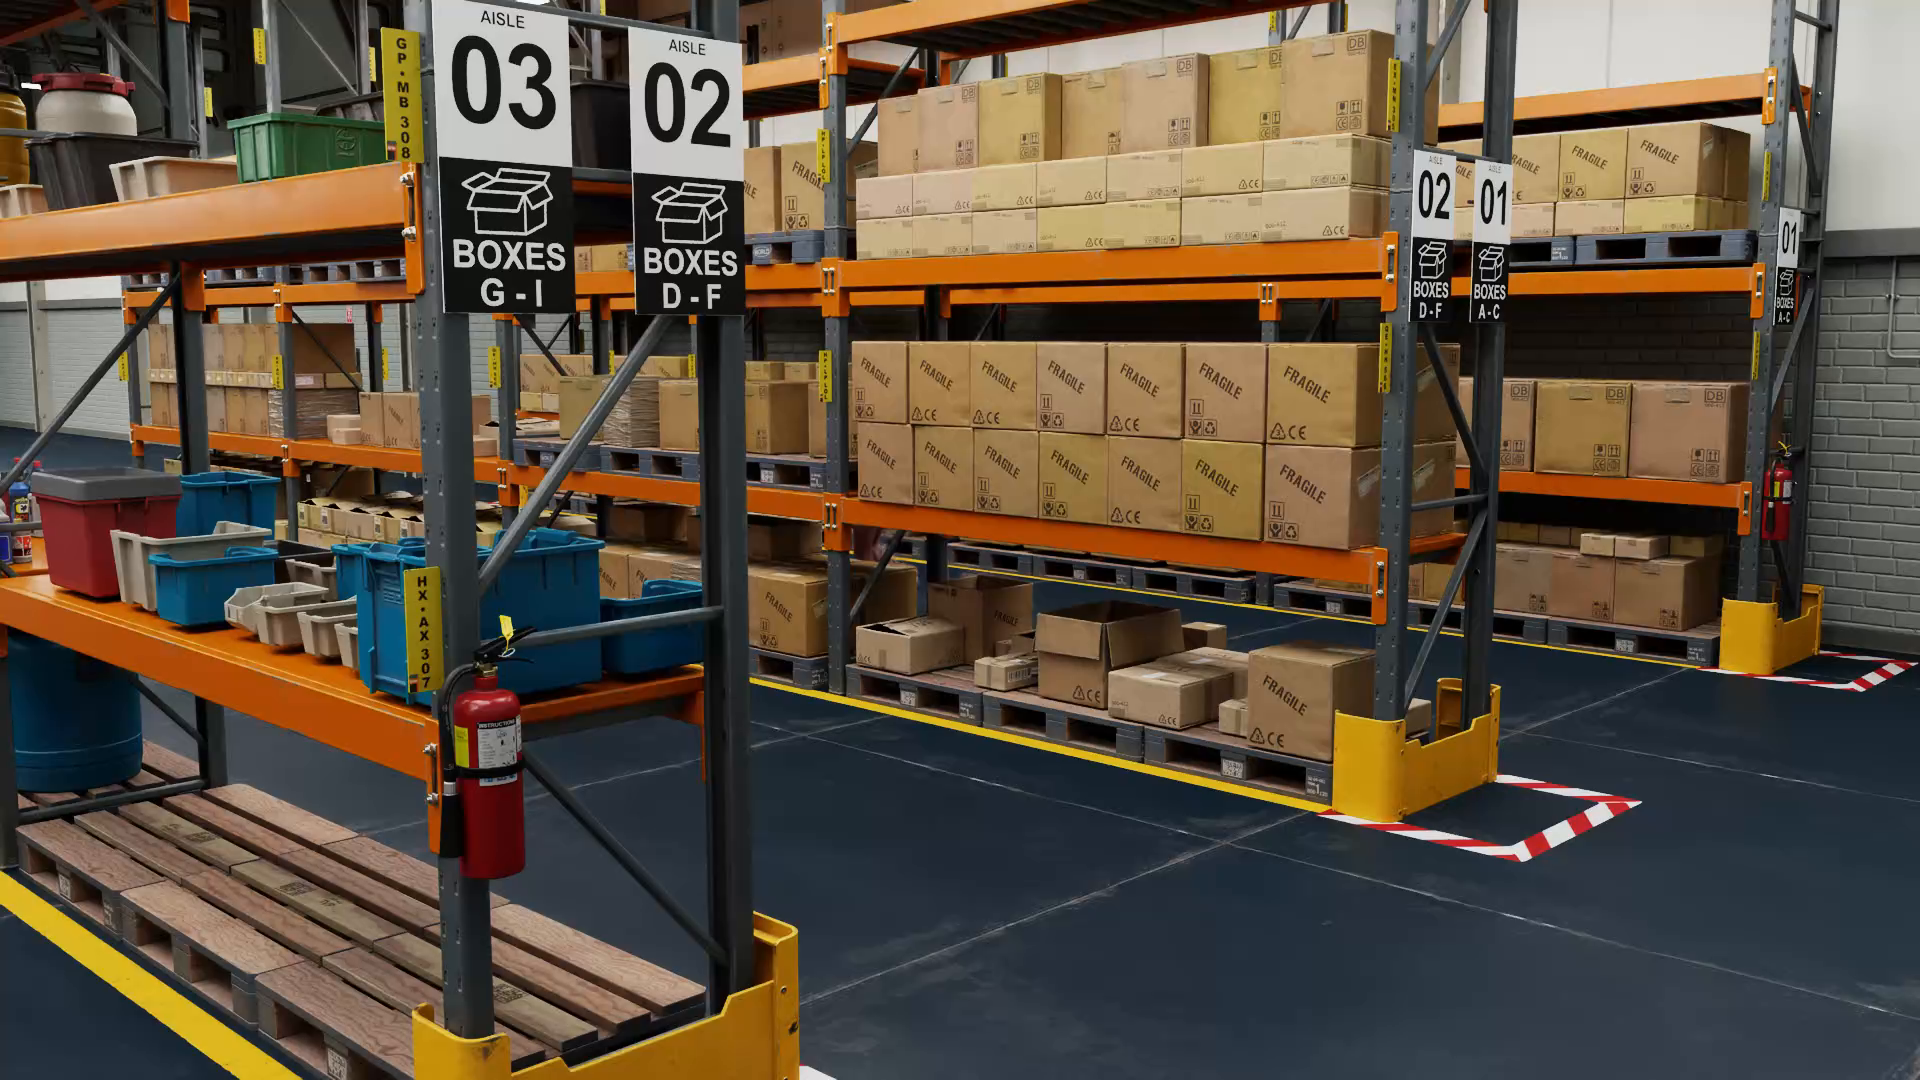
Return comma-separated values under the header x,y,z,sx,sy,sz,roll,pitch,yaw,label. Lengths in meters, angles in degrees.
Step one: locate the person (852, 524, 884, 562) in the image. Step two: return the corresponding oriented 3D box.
x,y,z,sx,sy,sz,roll,pitch,yaw,label
-0.735,-0.232,13.944,0.484,1.664,0.445,5,9,36,person
